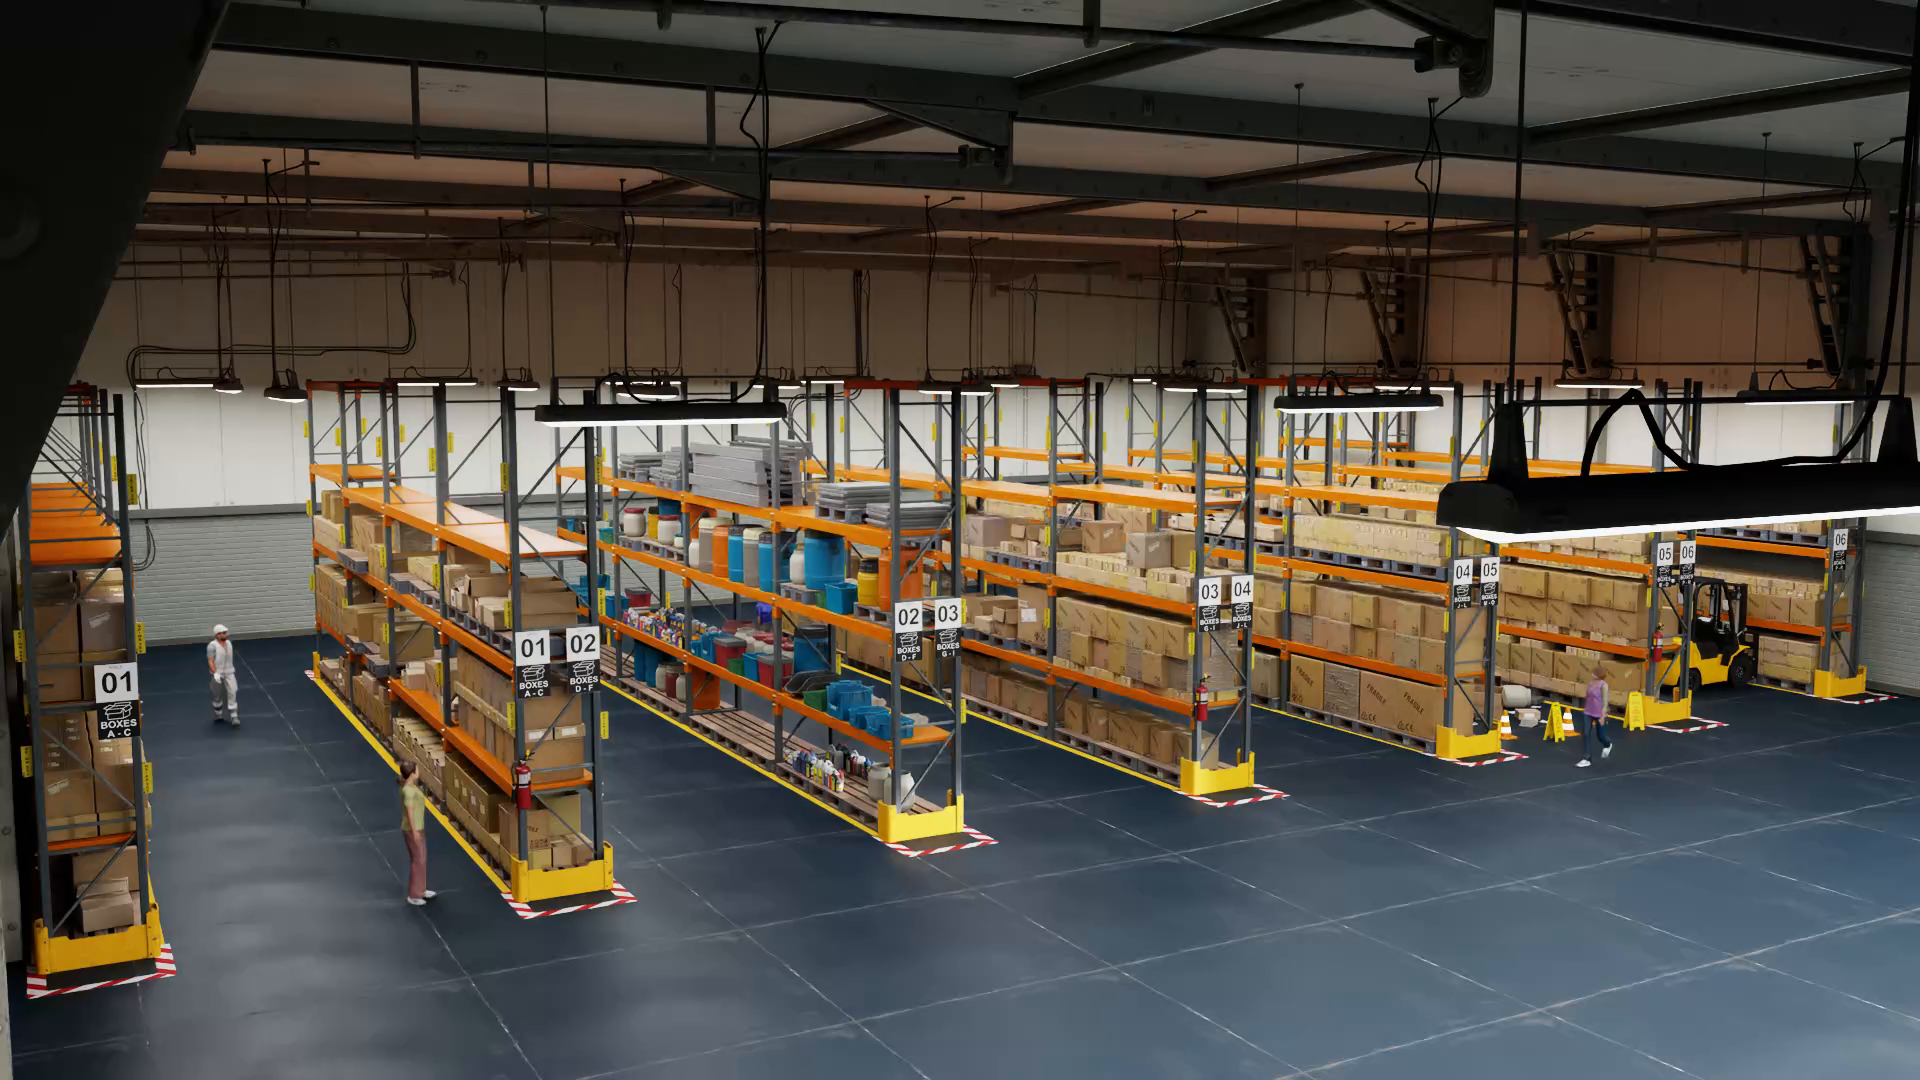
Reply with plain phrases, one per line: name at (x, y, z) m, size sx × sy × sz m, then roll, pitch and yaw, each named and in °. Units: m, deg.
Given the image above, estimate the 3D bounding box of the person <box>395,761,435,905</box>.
person at (-6.436, 3.458, 19.649) m, size 0.398 × 1.737 × 0.520 m, roll -1°, pitch 6°, yaw -12°

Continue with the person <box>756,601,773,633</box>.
person at (-4.036, 1.840, 34.566) m, size 0.450 × 1.619 × 0.665 m, roll -4°, pitch 7°, yaw -31°

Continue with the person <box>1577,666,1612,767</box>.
person at (10.038, 2.808, 26.215) m, size 0.401 × 1.476 × 0.760 m, roll 5°, pitch 8°, yaw 38°

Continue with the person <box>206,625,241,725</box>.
person at (-12.930, 2.344, 29.128) m, size 0.473 × 1.718 × 1.061 m, roll -4°, pitch 7°, yaw -31°
